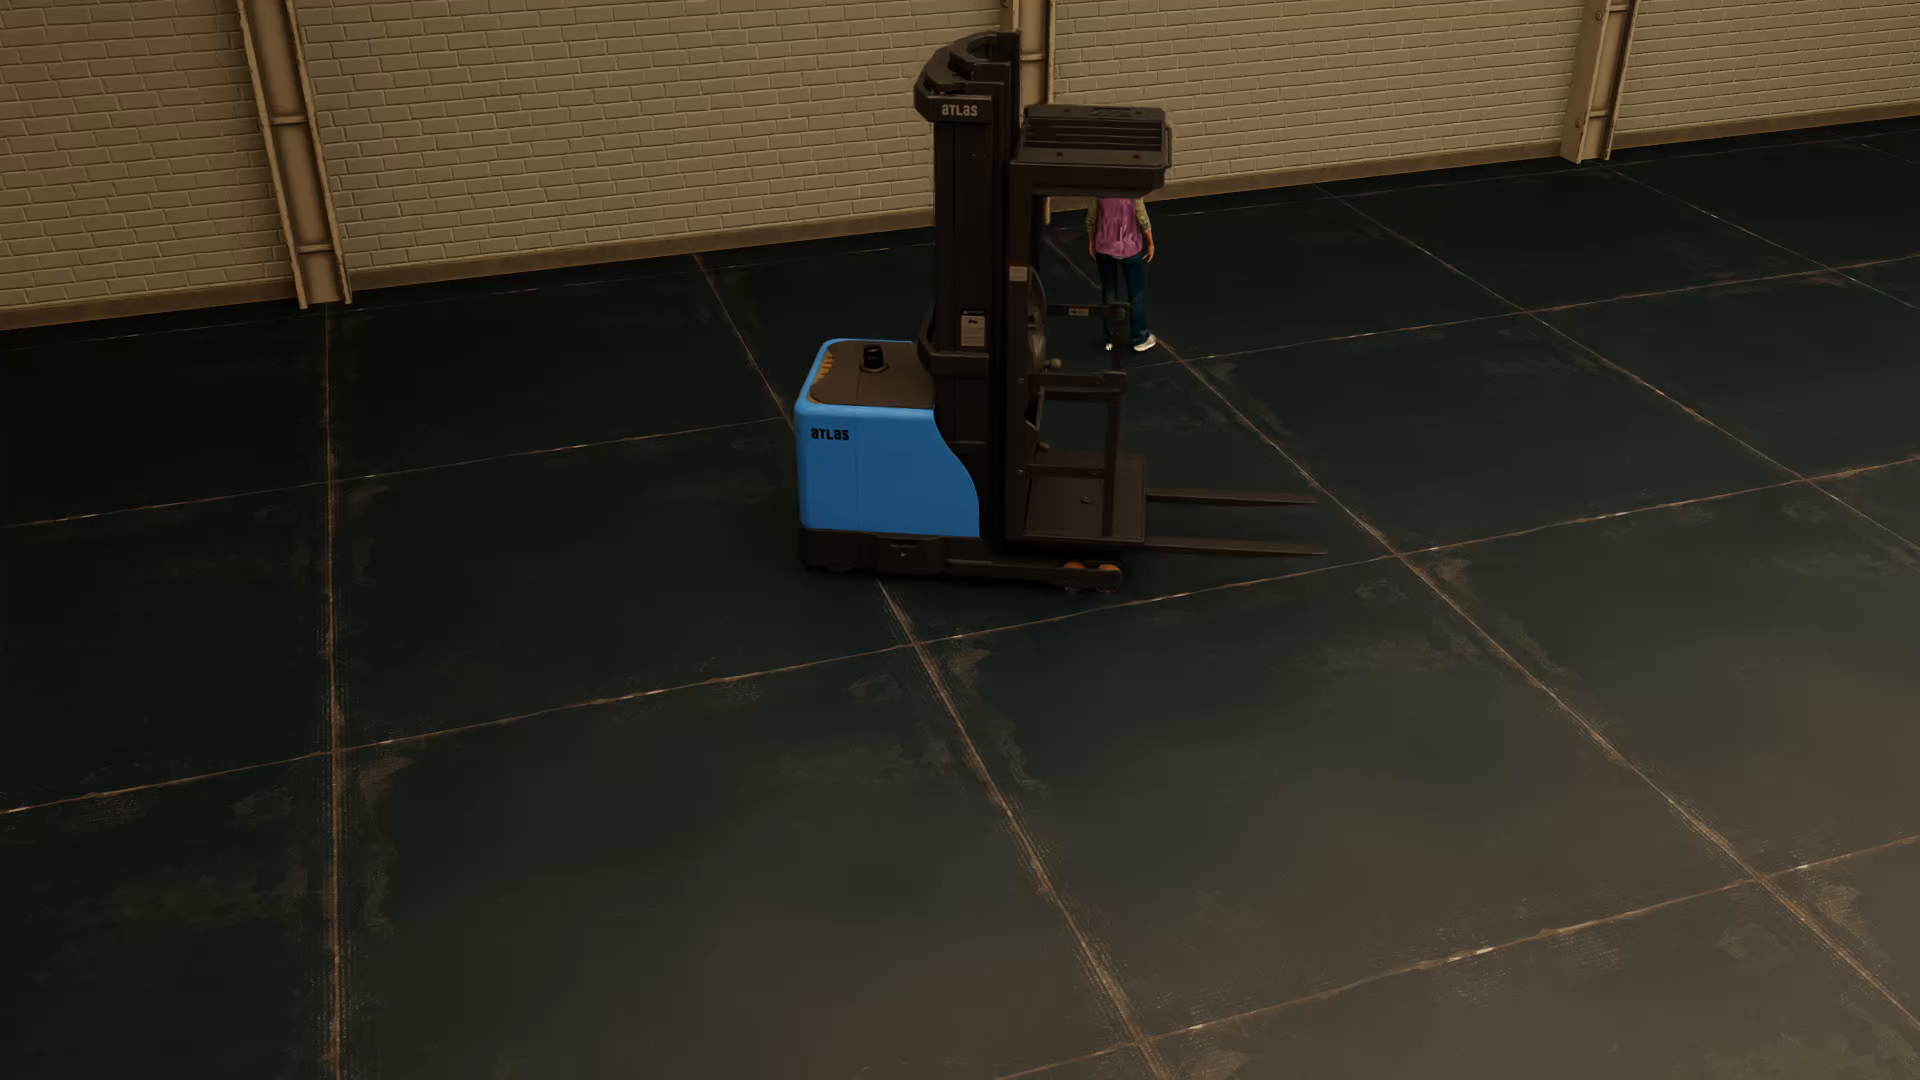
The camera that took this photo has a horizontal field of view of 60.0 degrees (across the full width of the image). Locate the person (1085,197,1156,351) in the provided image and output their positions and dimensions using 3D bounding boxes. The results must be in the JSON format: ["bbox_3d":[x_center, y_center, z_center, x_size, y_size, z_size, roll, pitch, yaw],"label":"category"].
[{"bbox_3d":[1.186,-2.143,12.144,0.506,1.604,0.458,12,32,20],"label":"person"}]

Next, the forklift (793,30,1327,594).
[{"bbox_3d":[0.613,-1.244,9.250,3.031,2.935,1.130,3,30,5],"label":"forklift"}]
